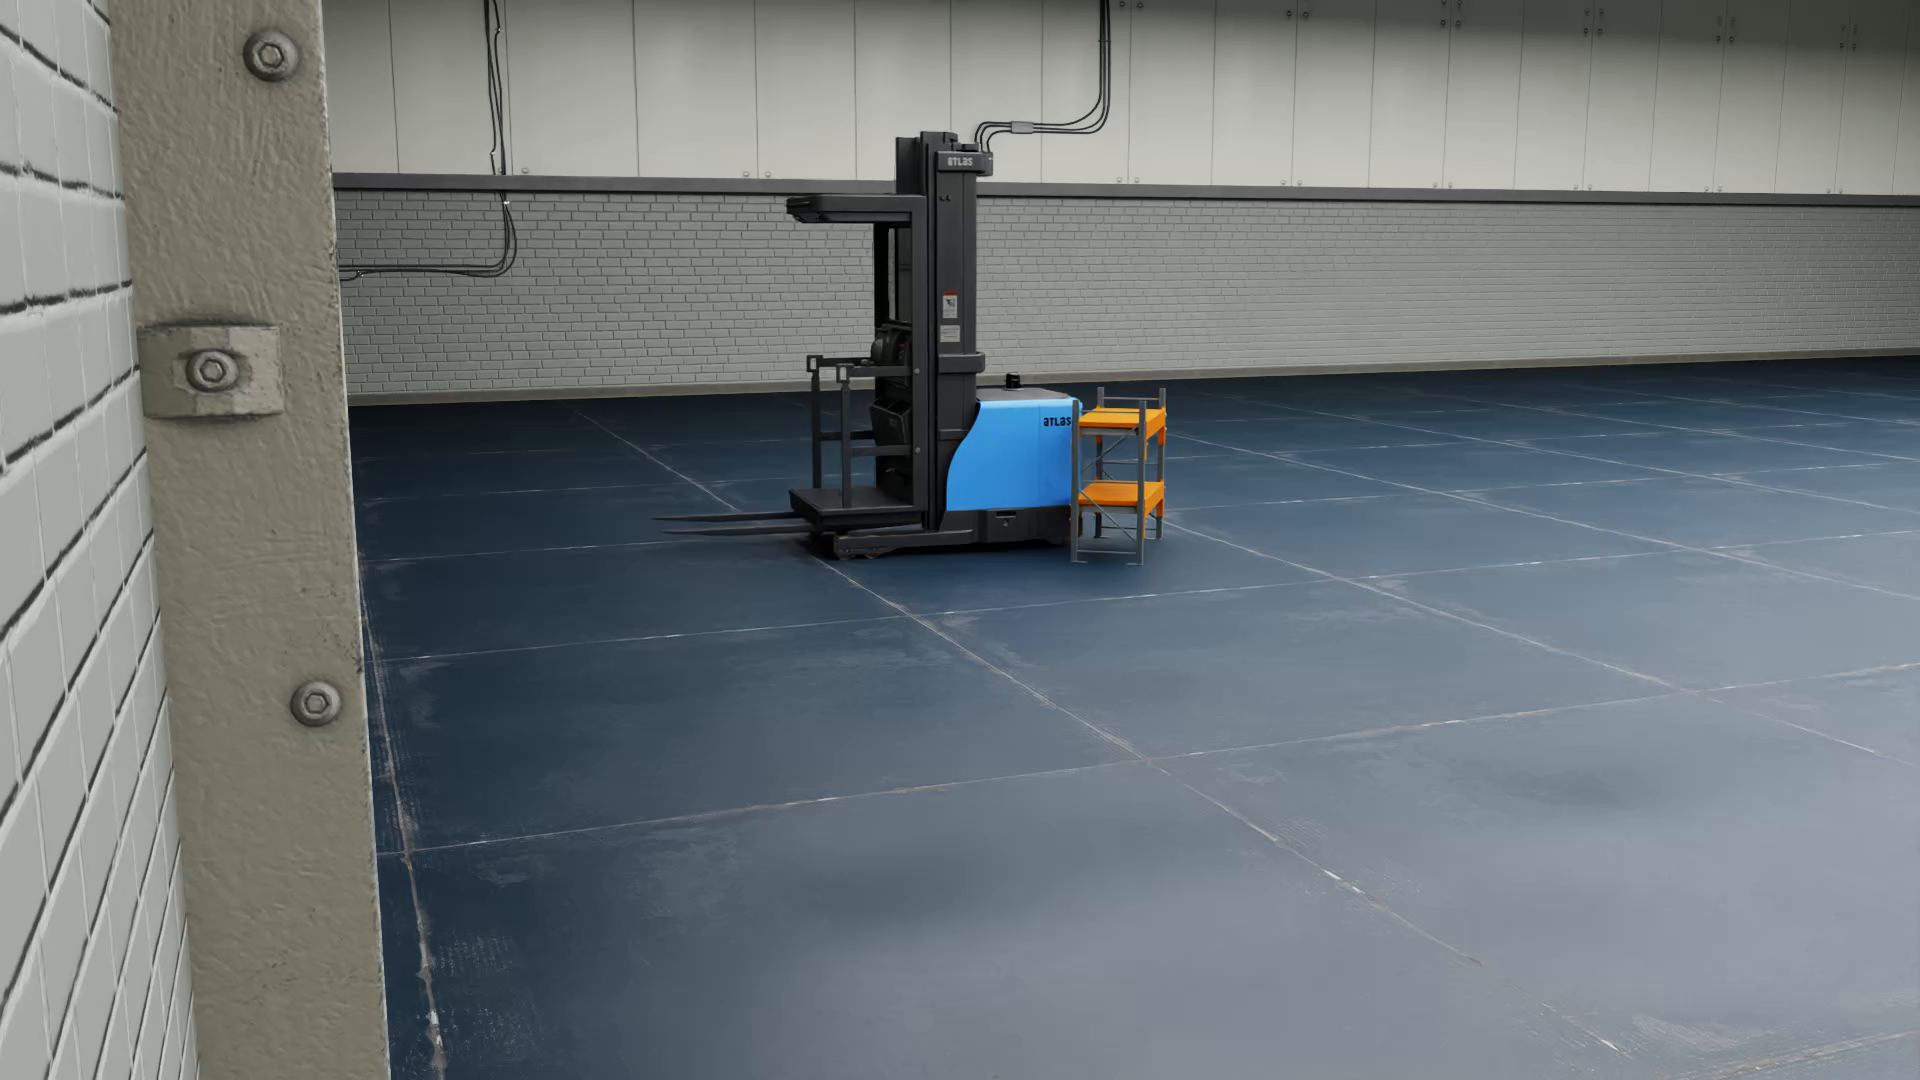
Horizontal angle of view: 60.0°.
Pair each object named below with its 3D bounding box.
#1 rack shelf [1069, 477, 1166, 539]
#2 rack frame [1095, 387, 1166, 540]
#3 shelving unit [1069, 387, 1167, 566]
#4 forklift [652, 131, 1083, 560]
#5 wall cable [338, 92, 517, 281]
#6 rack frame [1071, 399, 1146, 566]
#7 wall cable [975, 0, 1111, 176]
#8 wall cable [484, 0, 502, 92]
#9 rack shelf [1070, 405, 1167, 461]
[{"bbox_3d":[1.137,-0.238,11.897,0.538,0.278,1.000,3,10,14],"label":"rack shelf"},{"bbox_3d":[1.262,-0.565,12.339,0.500,1.125,0.032,3,10,14],"label":"rack frame"},{"bbox_3d":[1.137,-0.478,11.854,0.538,1.125,1.048,3,10,14],"label":"shelving unit"},{"bbox_3d":[-0.678,-1.407,11.919,3.031,2.935,1.130,-3,11,-17],"label":"forklift"},{"bbox_3d":[-7.569,-4.765,22.339,3.097,2.526,0.112,-4,11,-21],"label":"wall cable"},{"bbox_3d":[1.012,-0.392,11.369,0.500,1.125,0.032,3,10,14],"label":"rack frame"},{"bbox_3d":[1.285,-8.568,25.142,2.305,6.003,0.169,-4,11,-21],"label":"wall cable"},{"bbox_3d":[-5.048,-7.424,22.862,3.097,2.526,0.112,-4,11,-21],"label":"wall cable"},{"bbox_3d":[1.137,-0.766,11.803,0.538,0.278,1.000,3,10,14],"label":"rack shelf"}]
